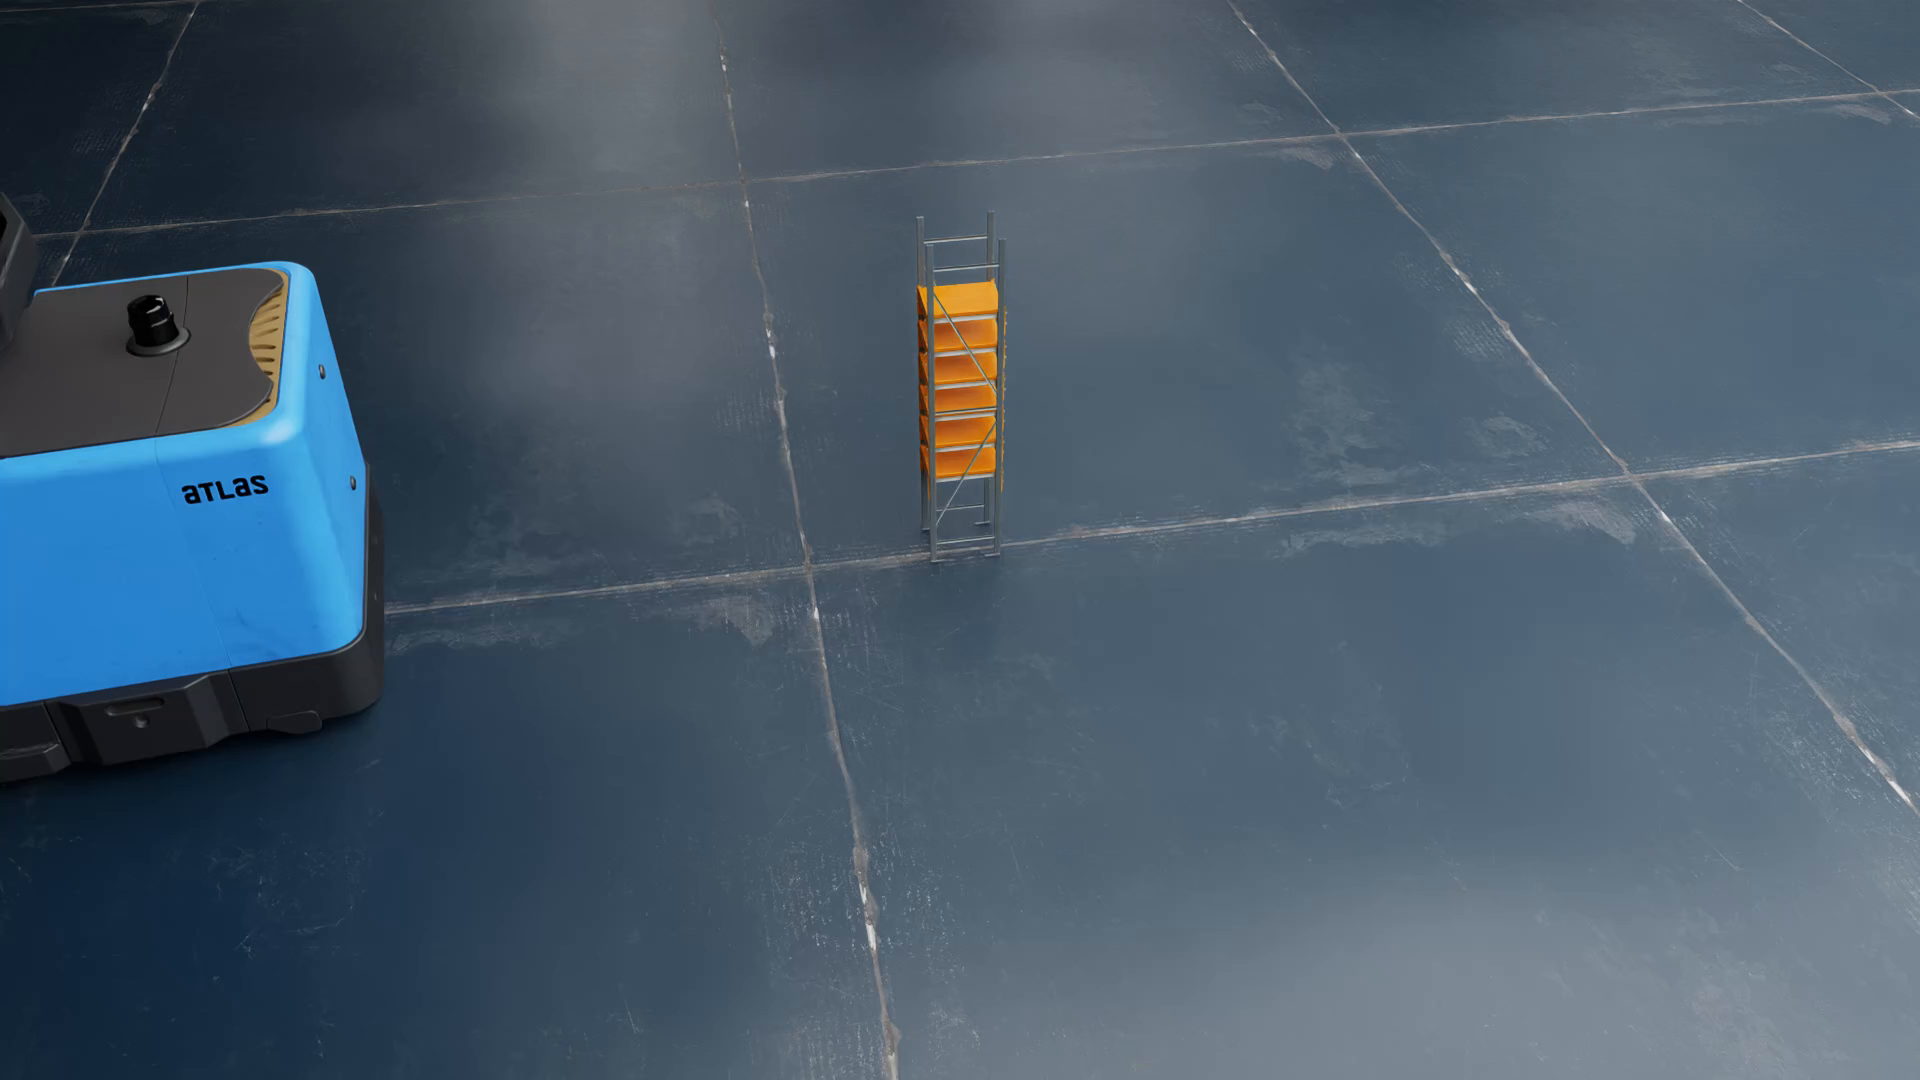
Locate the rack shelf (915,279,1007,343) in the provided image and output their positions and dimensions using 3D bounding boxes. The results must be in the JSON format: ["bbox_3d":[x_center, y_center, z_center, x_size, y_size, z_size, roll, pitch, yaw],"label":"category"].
[{"bbox_3d":[0.003,-0.714,5.177,0.258,0.103,0.180,-6,38,-8],"label":"rack shelf"}]

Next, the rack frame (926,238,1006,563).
[{"bbox_3d":[0.019,-0.410,5.300,0.240,1.200,0.006,-6,38,-8],"label":"rack frame"}]

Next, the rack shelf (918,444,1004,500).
[{"bbox_3d":[0.003,-0.240,5.545,0.258,0.103,0.180,-6,38,-8],"label":"rack shelf"}]

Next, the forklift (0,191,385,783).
[{"bbox_3d":[-3.326,-0.664,4.215,3.031,2.935,1.130,-9,39,-12],"label":"forklift"}]

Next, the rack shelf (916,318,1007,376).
[{"bbox_3d":[0.003,-0.620,5.251,0.258,0.103,0.180,-6,38,-8],"label":"rack shelf"}]

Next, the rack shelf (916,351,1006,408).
[{"bbox_3d":[0.003,-0.525,5.324,0.258,0.103,0.180,-6,38,-8],"label":"rack shelf"}]

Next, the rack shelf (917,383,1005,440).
[{"bbox_3d":[0.003,-0.430,5.398,0.258,0.103,0.180,-6,38,-8],"label":"rack shelf"}]

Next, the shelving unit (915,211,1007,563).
[{"bbox_3d":[0.003,-0.465,5.371,0.258,1.200,0.189,-6,38,-8],"label":"shelving unit"}]

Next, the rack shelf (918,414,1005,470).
[{"bbox_3d":[0.003,-0.335,5.472,0.258,0.103,0.180,-6,38,-8],"label":"rack shelf"}]

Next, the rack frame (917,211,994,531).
[{"bbox_3d":[-0.013,-0.520,5.442,0.240,1.200,0.006,-6,38,-8],"label":"rack frame"}]
